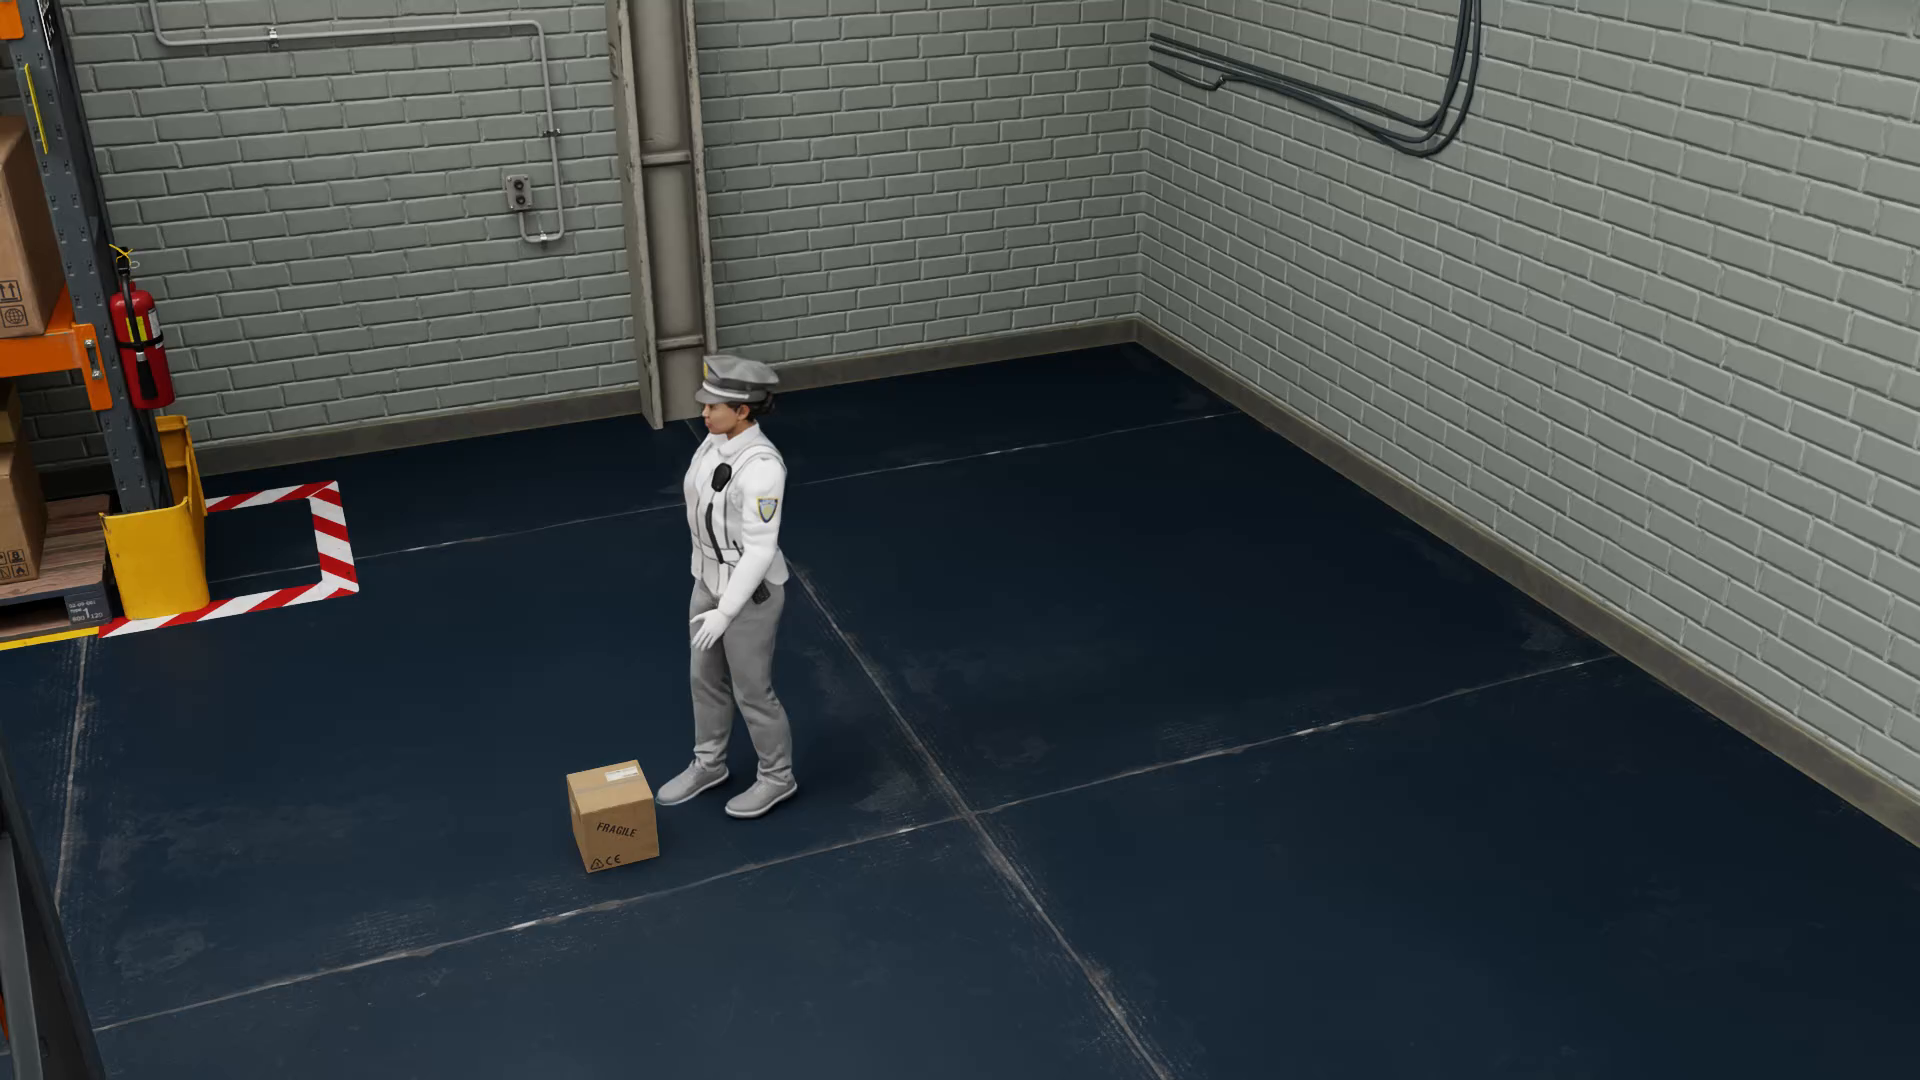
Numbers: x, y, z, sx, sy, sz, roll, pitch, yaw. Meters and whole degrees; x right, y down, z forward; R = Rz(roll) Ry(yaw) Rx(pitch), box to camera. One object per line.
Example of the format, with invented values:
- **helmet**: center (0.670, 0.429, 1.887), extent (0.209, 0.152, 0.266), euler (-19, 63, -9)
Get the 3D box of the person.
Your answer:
- **person**: center (-0.823, 0.193, 5.698), extent (0.493, 1.702, 0.538), euler (-16, 30, -29)
